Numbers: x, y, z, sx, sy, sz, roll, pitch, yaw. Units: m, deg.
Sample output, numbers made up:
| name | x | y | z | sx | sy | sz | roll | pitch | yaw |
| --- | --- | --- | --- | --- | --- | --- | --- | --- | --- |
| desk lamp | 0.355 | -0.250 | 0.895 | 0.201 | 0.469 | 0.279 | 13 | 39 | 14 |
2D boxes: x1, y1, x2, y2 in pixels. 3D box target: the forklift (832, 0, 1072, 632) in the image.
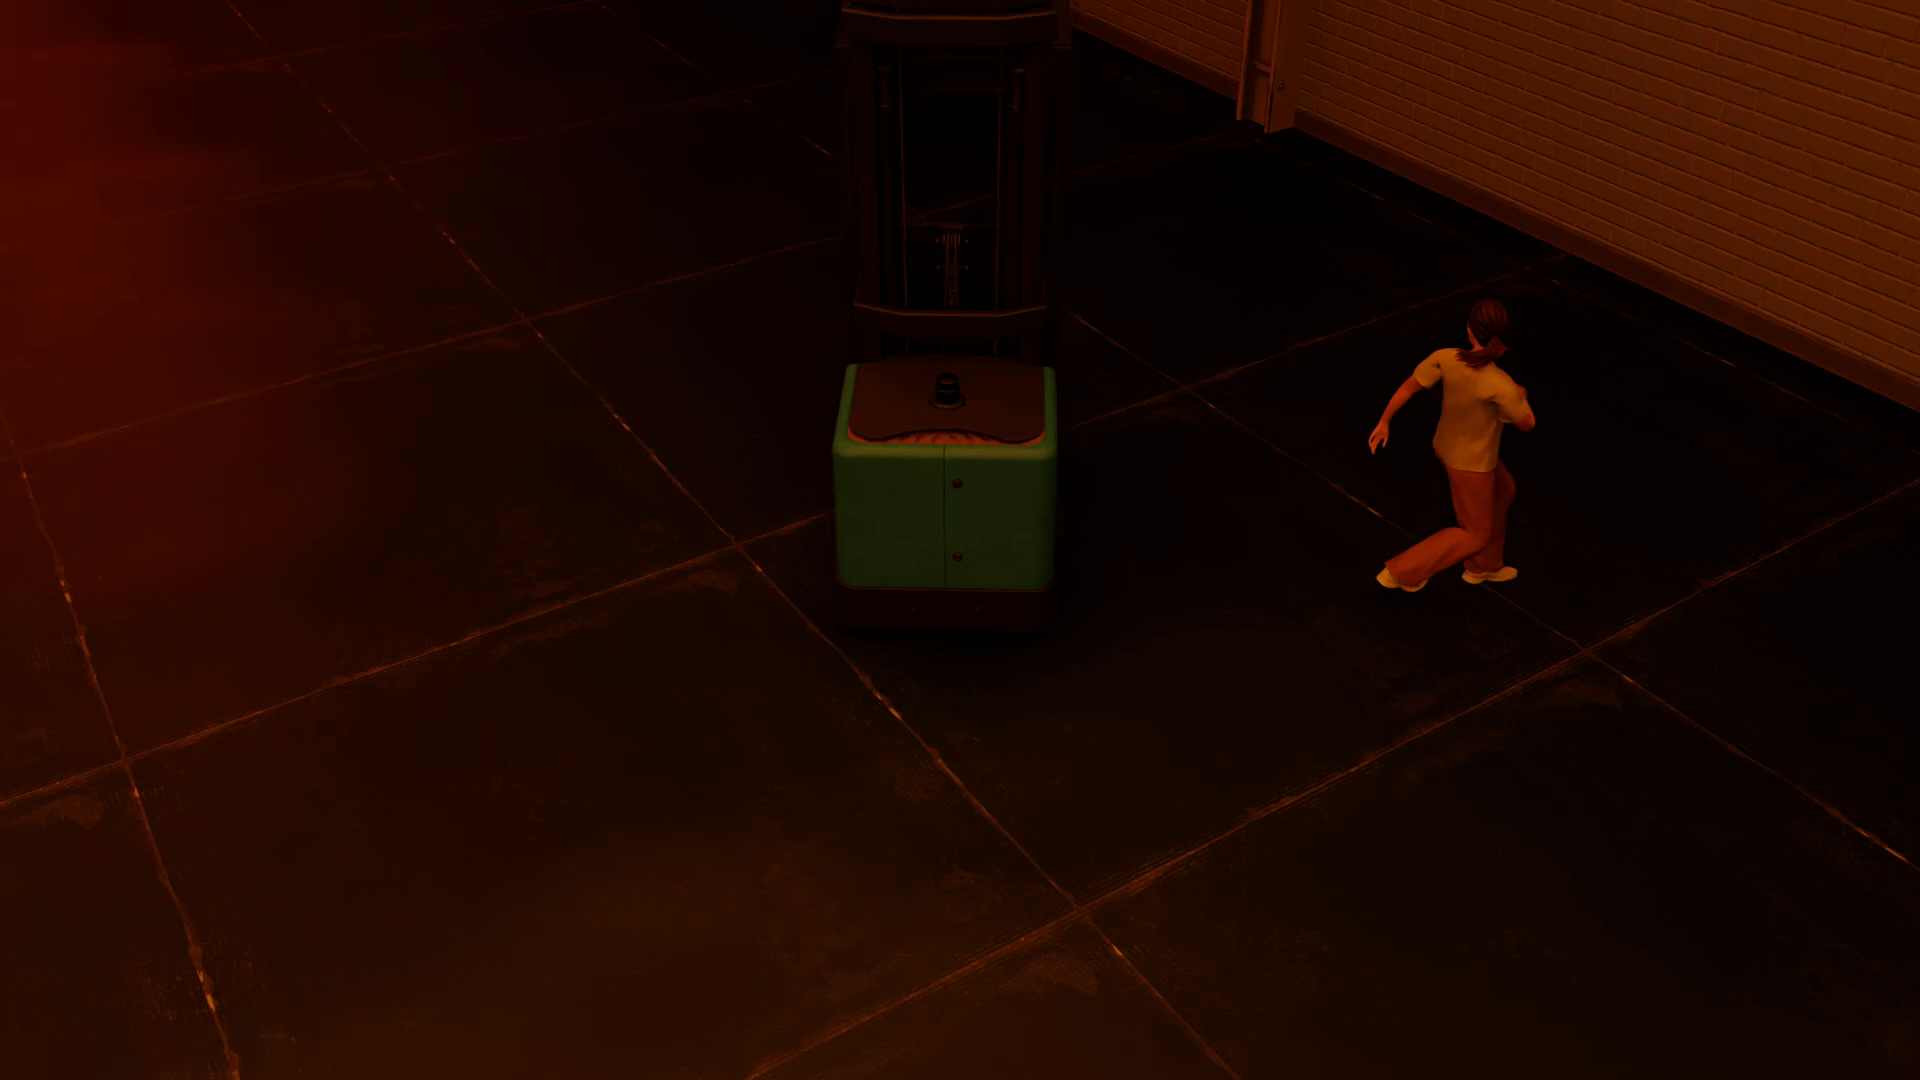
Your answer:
| name | x | y | z | sx | sy | sz | roll | pitch | yaw |
| --- | --- | --- | --- | --- | --- | --- | --- | --- | --- |
| forklift | -0.024 | -1.579 | 8.395 | 1.130 | 2.935 | 3.031 | 1 | 35 | 1 |

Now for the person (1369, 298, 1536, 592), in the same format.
| name | x | y | z | sx | sy | sz | roll | pitch | yaw |
| --- | --- | --- | --- | --- | --- | --- | --- | --- | --- |
| person | 2.423 | -0.424 | 7.943 | 0.836 | 1.593 | 0.495 | -8 | 36 | -11 |
